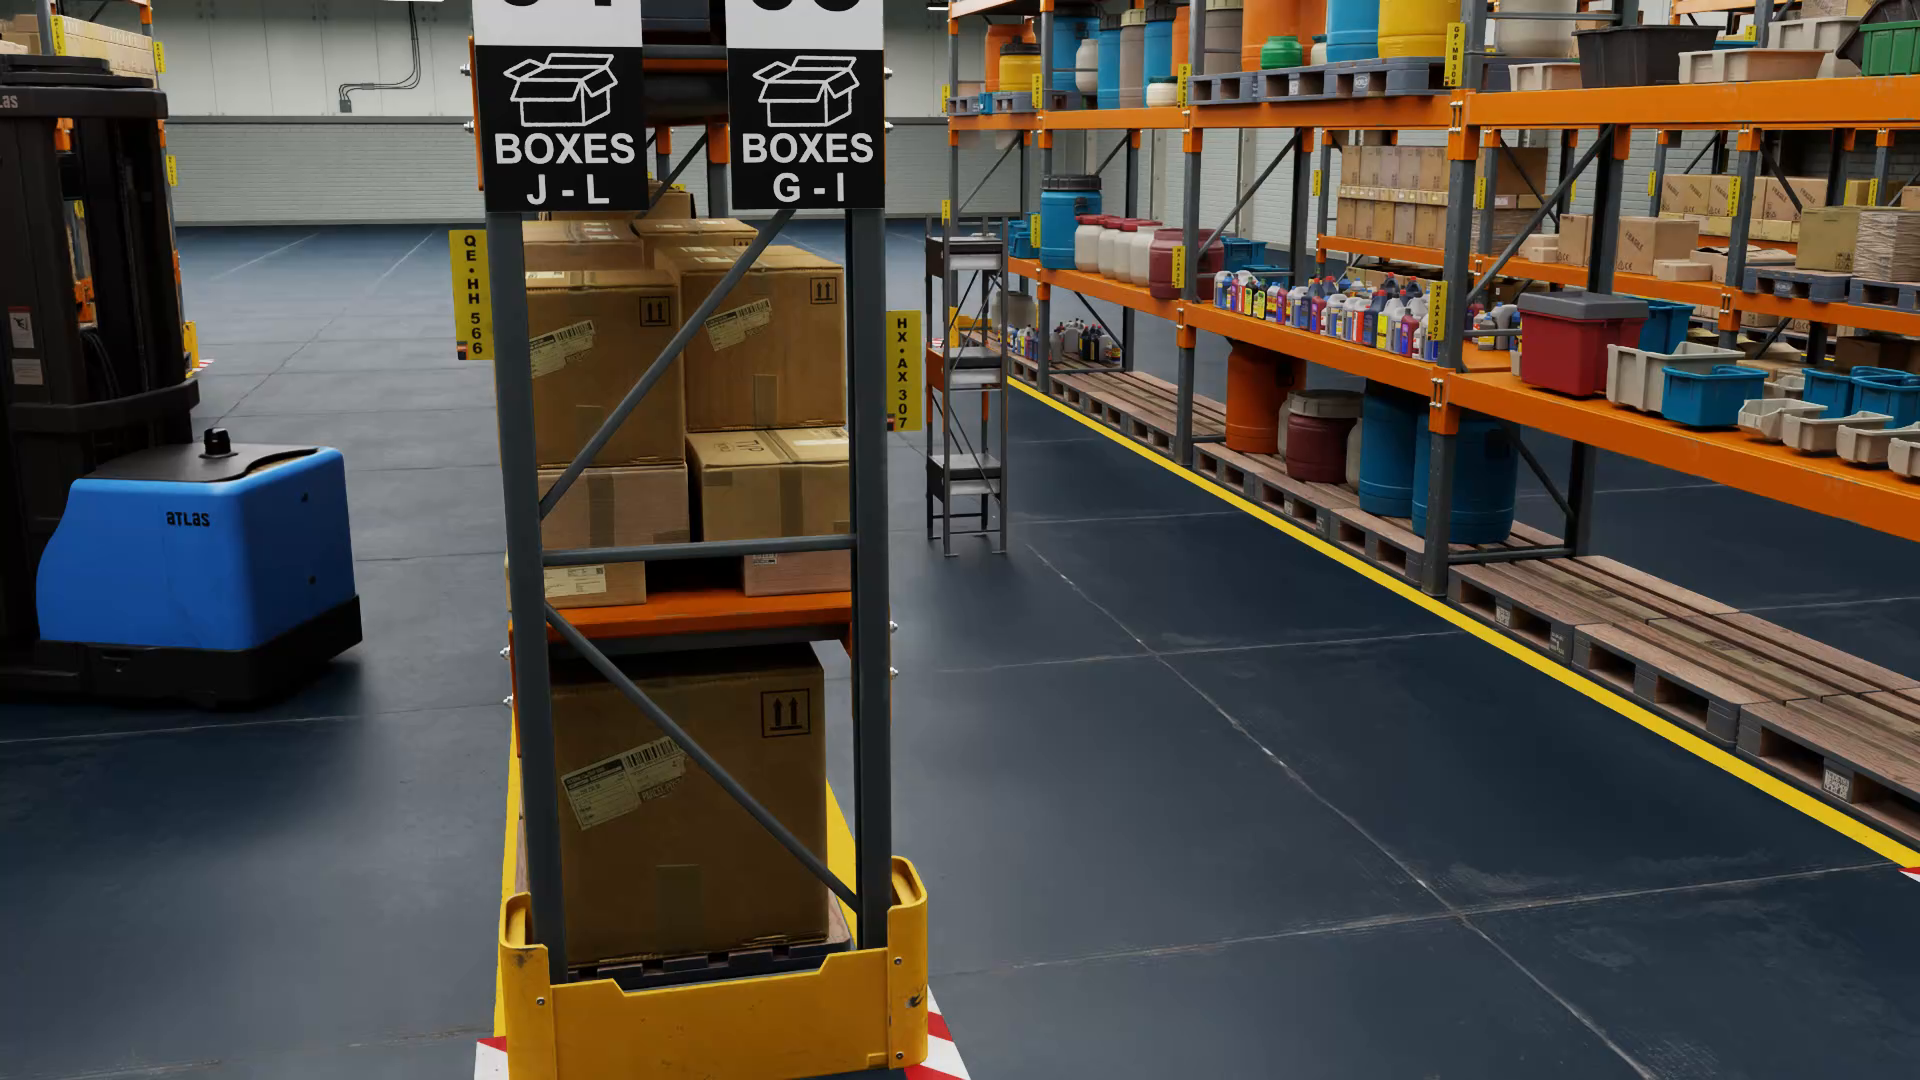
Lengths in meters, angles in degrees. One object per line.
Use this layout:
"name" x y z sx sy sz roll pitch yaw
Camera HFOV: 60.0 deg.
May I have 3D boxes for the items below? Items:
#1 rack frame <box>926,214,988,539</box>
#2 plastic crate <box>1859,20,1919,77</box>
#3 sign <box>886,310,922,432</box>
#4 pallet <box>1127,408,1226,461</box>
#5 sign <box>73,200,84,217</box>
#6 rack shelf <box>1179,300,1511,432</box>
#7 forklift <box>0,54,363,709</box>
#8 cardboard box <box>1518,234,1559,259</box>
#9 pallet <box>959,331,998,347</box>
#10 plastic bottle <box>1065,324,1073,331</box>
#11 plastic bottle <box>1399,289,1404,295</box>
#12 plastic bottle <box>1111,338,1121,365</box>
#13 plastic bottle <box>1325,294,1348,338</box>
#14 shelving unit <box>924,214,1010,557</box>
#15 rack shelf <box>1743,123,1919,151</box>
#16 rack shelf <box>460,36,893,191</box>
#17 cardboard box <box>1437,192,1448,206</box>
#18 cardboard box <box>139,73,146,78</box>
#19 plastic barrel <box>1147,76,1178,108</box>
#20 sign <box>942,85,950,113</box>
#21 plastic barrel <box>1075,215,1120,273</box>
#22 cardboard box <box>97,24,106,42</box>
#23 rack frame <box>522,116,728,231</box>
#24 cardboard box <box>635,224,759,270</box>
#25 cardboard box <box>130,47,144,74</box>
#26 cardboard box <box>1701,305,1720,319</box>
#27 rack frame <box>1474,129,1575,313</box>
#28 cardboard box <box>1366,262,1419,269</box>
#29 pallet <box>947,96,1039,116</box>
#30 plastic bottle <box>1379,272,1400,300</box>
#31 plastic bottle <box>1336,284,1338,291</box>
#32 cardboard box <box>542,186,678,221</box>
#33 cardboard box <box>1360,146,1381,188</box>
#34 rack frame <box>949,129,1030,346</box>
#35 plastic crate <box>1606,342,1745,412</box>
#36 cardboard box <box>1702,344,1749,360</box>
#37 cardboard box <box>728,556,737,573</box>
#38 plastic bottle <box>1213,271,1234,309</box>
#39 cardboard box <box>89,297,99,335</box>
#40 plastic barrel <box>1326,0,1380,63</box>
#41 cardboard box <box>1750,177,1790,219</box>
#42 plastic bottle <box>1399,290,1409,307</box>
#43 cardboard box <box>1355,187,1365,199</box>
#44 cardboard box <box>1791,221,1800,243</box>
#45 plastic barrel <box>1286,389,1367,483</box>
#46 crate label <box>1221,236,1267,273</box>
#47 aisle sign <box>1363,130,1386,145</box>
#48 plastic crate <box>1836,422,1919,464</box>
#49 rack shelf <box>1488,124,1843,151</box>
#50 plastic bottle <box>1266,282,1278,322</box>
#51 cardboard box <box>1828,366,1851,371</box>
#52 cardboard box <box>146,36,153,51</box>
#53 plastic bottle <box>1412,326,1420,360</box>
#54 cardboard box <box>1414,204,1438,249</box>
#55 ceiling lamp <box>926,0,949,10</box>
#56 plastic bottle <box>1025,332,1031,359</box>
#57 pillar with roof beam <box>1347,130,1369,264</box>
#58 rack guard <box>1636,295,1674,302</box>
"rack frame" -0.018 -1.038 10.752 0.400 2.100 0.015 -3 14 -13
"plastic crate" 3.611 -1.808 6.133 0.450 0.188 0.336 -3 14 -13
"sign" -0.153 -0.455 4.476 0.100 0.325 0.005 -3 14 -13
"pallet" 2.097 -0.914 14.223 1.003 0.211 1.213 -3 14 -13
"sign" -7.832 -3.038 14.768 0.100 0.325 0.005 -3 14 -13
"rack shelf" 2.711 -1.277 11.349 1.077 0.370 4.000 -3 14 -13
"forklift" -4.627 -0.797 8.015 3.031 2.935 1.130 2 14 10
"cardboard box" 6.276 -3.102 17.618 0.500 0.250 0.500 -2 14 -10
"pallet" 0.612 -2.376 20.207 1.003 0.211 1.213 -3 14 -13
"plastic bottle" 1.285 -2.333 18.967 0.152 0.276 0.135 -4 14 -15
"plastic bottle" 2.984 -1.563 11.274 0.097 0.271 0.097 0 14 0
"plastic bottle" 1.653 -1.997 17.601 0.097 0.271 0.097 0 14 0
"plastic bottle" 2.484 -1.463 10.855 0.152 0.276 0.135 -3 14 -13
"shelving unit" 0.039 -0.982 10.522 0.431 2.100 0.503 -3 14 -13
"rack shelf" 7.527 -3.009 12.119 1.077 0.370 4.000 -3 14 -13
"rack shelf" -1.164 -1.535 6.086 1.077 0.370 4.000 -3 14 -13
"cardboard box" 5.663 -3.878 18.903 0.380 0.149 0.250 -3 14 -13
"cardboard box" -8.770 -4.816 17.435 0.380 0.149 0.250 -3 14 -12
"plastic barrel" 1.716 -3.758 13.960 0.301 0.262 0.301 0 14 0
"sign" -0.173 -5.365 20.227 0.100 0.325 0.005 -3 14 -13
"plastic barrel" 1.314 -2.843 15.959 0.433 0.535 0.433 0 14 0
"cardboard box" -8.413 -4.853 15.903 0.380 0.149 0.250 -3 14 -13
"rack frame" -1.634 -0.889 8.245 1.000 3.000 0.127 -3 14 -13
"cardboard box" -1.152 -1.118 7.291 0.500 0.500 0.500 -3 14 -13
"cardboard box" -8.794 -4.973 17.233 0.500 0.250 0.500 -3 14 -13
"cardboard box" 10.201 -3.097 22.021 0.500 0.311 0.500 -2 14 -9
"rack frame" 6.118 -3.286 18.055 1.000 3.000 0.127 -3 14 -13
"cardboard box" 5.594 -3.334 21.581 0.500 0.500 0.500 -3 14 -13
"pallet" 0.462 -5.102 19.569 1.003 0.211 1.213 -3 14 -13
"plastic bottle" 3.016 -1.691 11.634 0.144 0.351 0.185 -3 14 -13
"plastic bottle" 2.838 -1.818 12.468 0.097 0.201 0.097 0 14 0
"cardboard box" -1.941 -1.731 9.366 0.797 0.503 0.637 -3 14 -13
"cardboard box" 5.417 -4.646 20.677 0.700 0.500 0.500 -4 14 -15
"rack frame" 0.363 -3.933 20.706 1.000 3.000 0.127 -3 14 -13
"plastic crate" 3.360 -0.774 7.898 0.437 0.282 0.530 -3 14 -13
"cardboard box" 6.695 -1.611 14.927 0.500 0.311 0.500 -3 14 -12
"cardboard box" -0.518 -0.003 5.150 0.380 0.149 0.250 -3 14 -14
"plastic bottle" 2.029 -1.910 12.684 0.152 0.276 0.135 -3 14 -13
"cardboard box" -8.437 -1.802 15.575 0.875 0.875 0.875 -3 14 -12
"plastic barrel" 2.631 -3.455 10.486 0.600 0.901 0.708 -3 14 -13
"cardboard box" 10.167 -4.307 20.930 0.500 0.500 0.500 -3 14 -11
"plastic bottle" 2.744 -1.385 10.381 0.144 0.351 0.185 -3 14 -13
"cardboard box" 5.183 -4.351 20.839 0.380 0.149 0.250 -3 14 -13
"cardboard box" 10.417 -3.707 20.055 0.500 0.250 0.500 -3 14 -13
"plastic barrel" 2.638 -0.748 11.864 0.600 0.588 0.708 -3 14 -13
"crate label" 2.271 -2.349 14.147 0.502 0.435 0.616 -3 14 -13
"aisle sign" 5.448 -5.503 21.653 0.394 0.787 0.004 -3 14 -13
"plastic crate" 3.699 -0.389 6.627 0.396 0.136 0.243 -3 14 -13
"rack shelf" 6.587 -3.932 15.896 1.077 0.370 4.000 -3 14 -13
"plastic bottle" 2.224 -1.688 11.788 0.097 0.271 0.097 0 14 0
"cardboard box" 7.505 -1.160 13.693 0.500 0.500 0.500 -3 14 -11
"cardboard box" -8.888 -5.320 17.816 0.380 0.149 0.250 -3 14 -13
"plastic bottle" 2.720 -1.166 9.800 0.097 0.201 0.097 0 14 0
"cardboard box" 5.763 -3.673 19.432 0.700 0.500 0.500 -3 14 -12
"ceiling lamp" 0.038 -15.875 44.645 2.000 3.185 0.800 -3 14 -13
"plastic bottle" 0.747 -2.117 18.067 0.061 0.283 0.133 -2 14 -9
"pillar with roof beam" 3.995 -9.815 32.139 9.100 9.000 0.400 -3 14 -13
"rack guard" 10.010 -3.254 23.191 1.175 0.500 0.348 -3 14 -13
